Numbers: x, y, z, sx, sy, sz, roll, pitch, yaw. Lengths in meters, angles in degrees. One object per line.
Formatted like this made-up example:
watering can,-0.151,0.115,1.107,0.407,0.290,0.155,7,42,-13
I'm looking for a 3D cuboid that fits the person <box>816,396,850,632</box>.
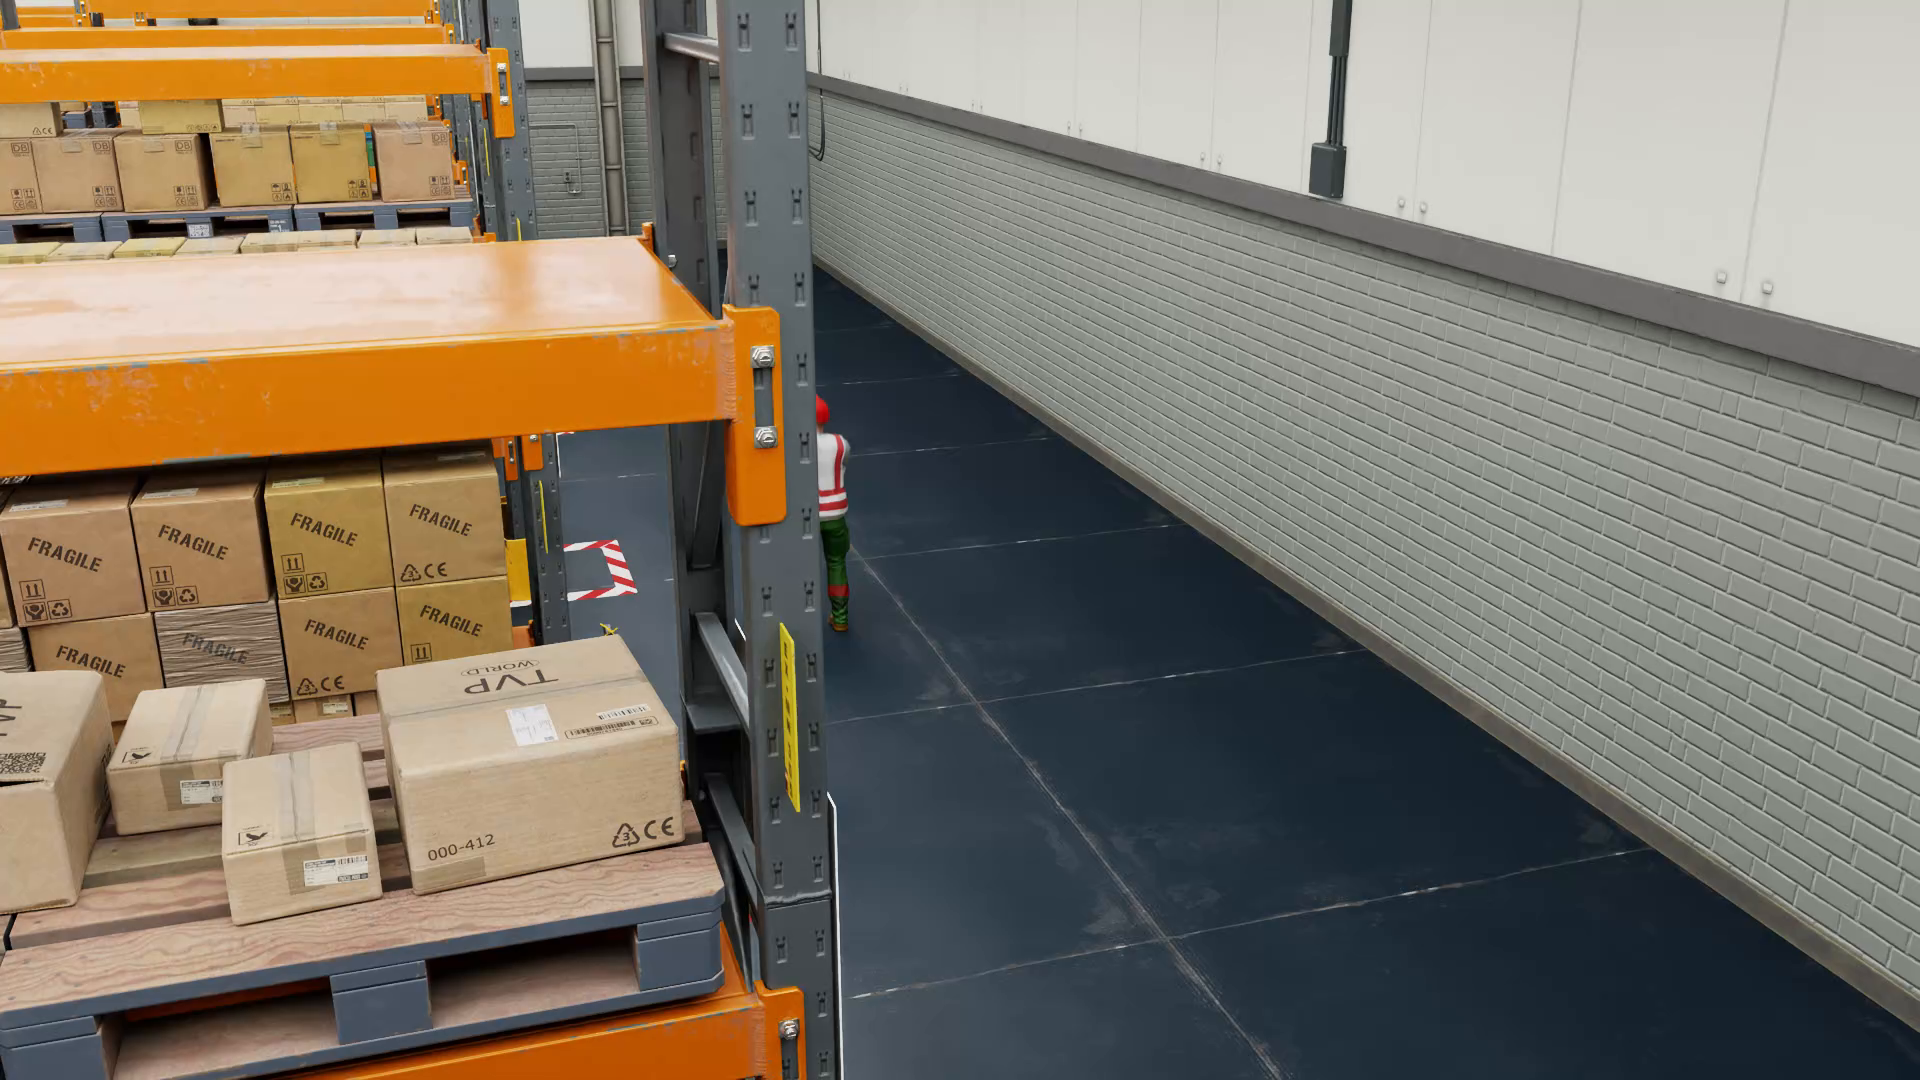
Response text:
person,-1.062,-0.215,12.155,0.495,1.785,0.561,-6,20,-17
